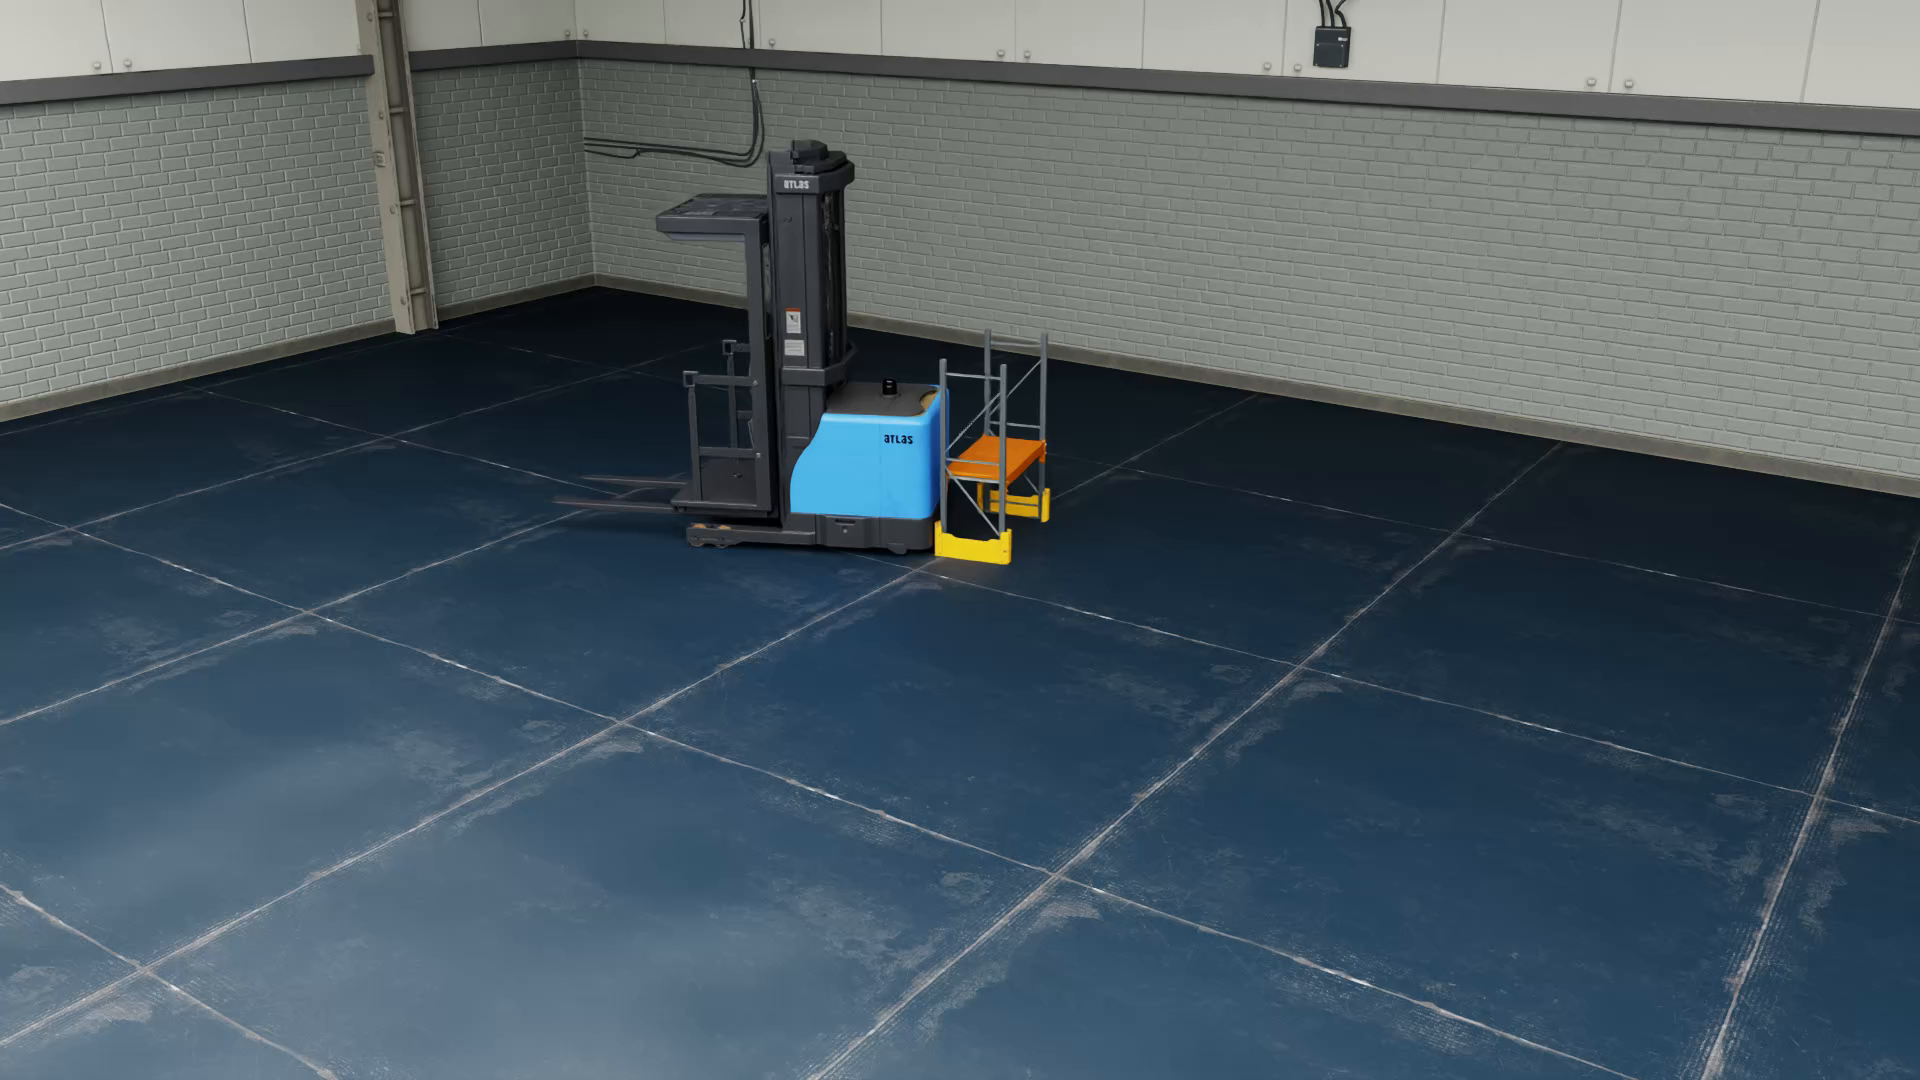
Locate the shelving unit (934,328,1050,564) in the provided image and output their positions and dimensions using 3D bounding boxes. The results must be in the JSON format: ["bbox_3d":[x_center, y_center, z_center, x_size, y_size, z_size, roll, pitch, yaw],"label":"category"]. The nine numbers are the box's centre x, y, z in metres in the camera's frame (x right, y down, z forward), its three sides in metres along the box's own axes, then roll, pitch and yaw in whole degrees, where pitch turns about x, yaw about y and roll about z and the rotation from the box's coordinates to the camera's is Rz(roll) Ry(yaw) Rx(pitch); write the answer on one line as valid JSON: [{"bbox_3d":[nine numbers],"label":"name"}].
[{"bbox_3d":[0.260,-0.731,12.580,0.587,1.500,1.083,7,21,18],"label":"shelving unit"}]

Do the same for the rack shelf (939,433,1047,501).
[{"bbox_3d":[0.263,-0.565,12.650,0.538,0.185,1.000,7,21,18],"label":"rack shelf"}]

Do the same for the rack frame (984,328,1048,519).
[{"bbox_3d":[0.431,-0.901,13.038,0.500,1.500,0.032,7,21,18],"label":"rack frame"}]

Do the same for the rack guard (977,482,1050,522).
[{"bbox_3d":[0.425,-0.308,13.237,0.587,0.250,0.087,7,21,18],"label":"rack guard"}]

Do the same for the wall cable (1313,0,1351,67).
[{"bbox_3d":[4.251,-7.005,13.829,2.305,6.003,0.169,13,24,32],"label":"wall cable"}]

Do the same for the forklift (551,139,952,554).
[{"bbox_3d":[-1.630,-1.491,12.571,3.031,2.935,1.130,3,21,9],"label":"forklift"}]

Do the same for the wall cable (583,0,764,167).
[{"bbox_3d":[-3.591,-5.810,19.976,3.097,2.526,0.112,13,24,32],"label":"wall cable"}]

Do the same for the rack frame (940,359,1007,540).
[{"bbox_3d":[0.095,-0.568,12.138,0.500,1.500,0.032,7,21,18],"label":"rack frame"}]

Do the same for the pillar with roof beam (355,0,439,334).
[{"bbox_3d":[-2.781,-5.839,15.579,9.100,9.000,0.400,13,24,32],"label":"pillar with roof beam"}]

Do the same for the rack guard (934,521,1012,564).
[{"bbox_3d":[0.095,0.018,12.356,0.587,0.250,0.087,7,21,18],"label":"rack guard"}]
